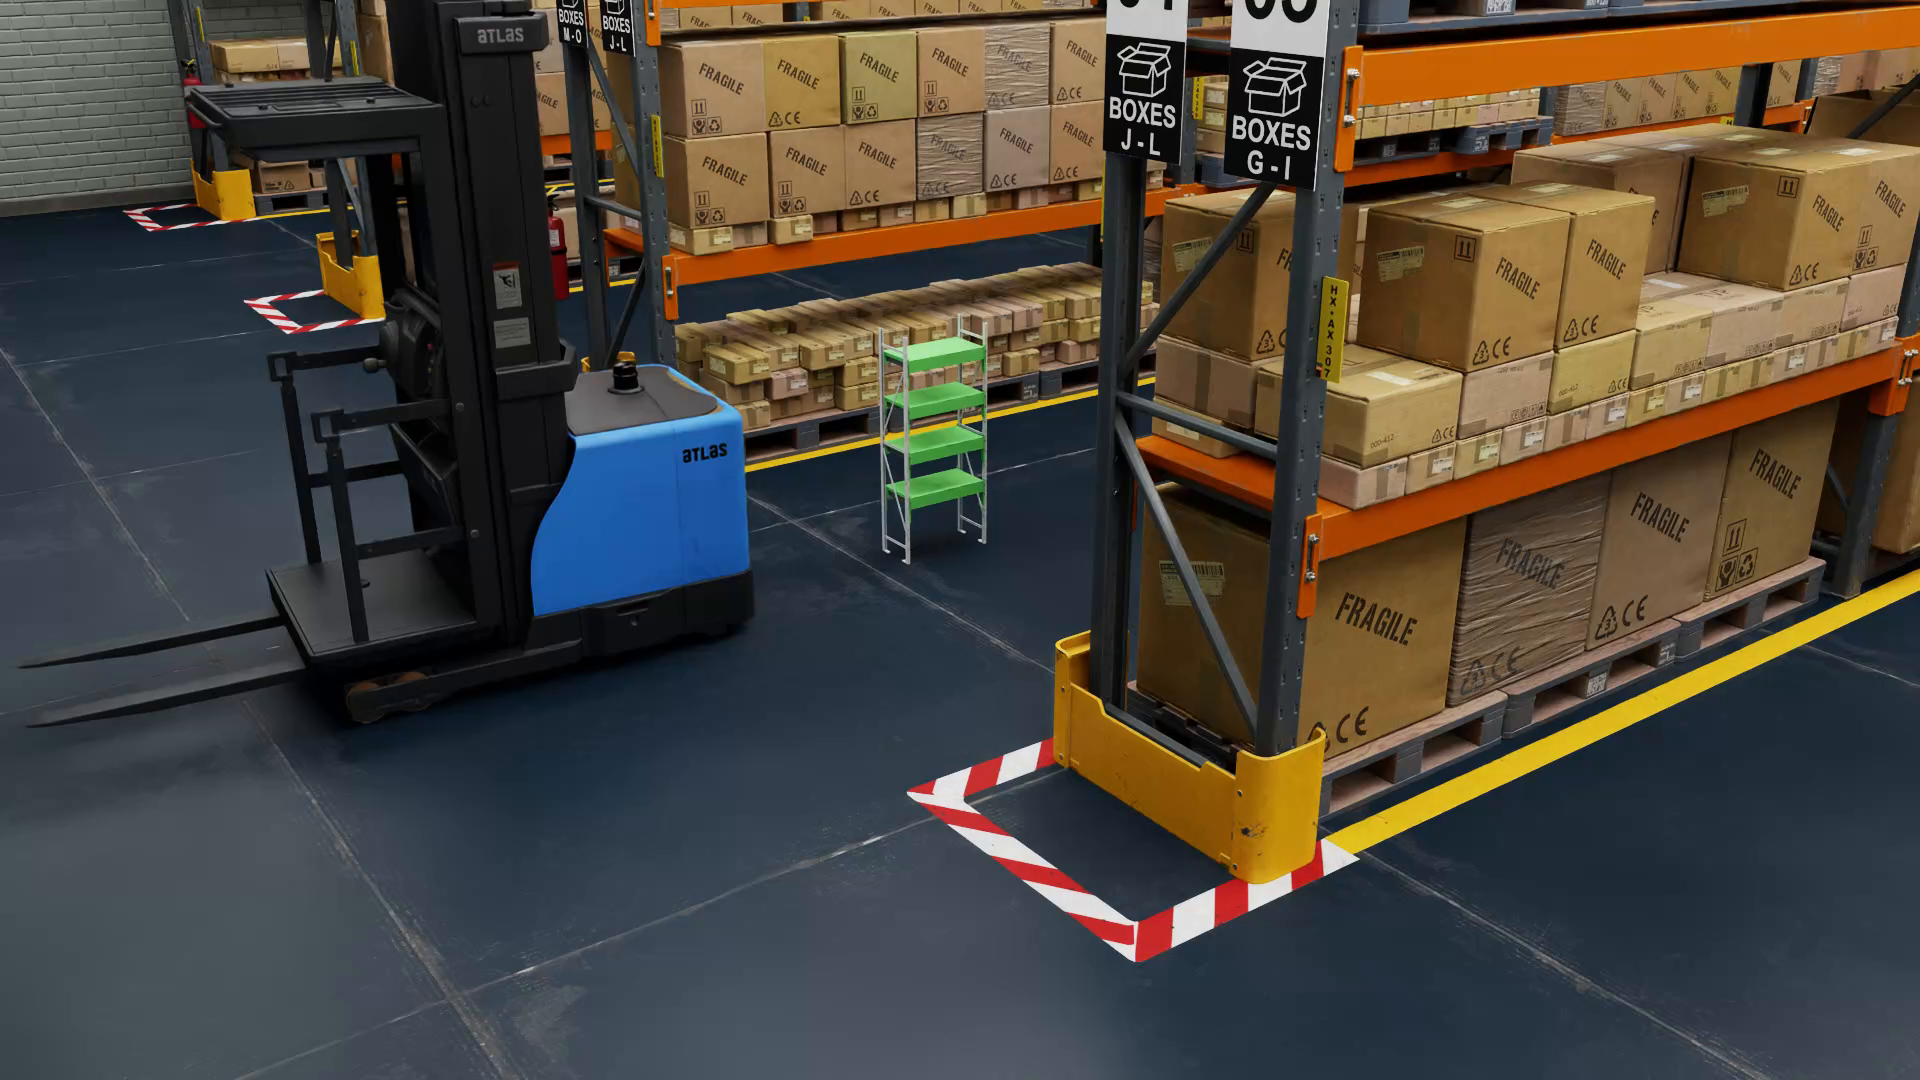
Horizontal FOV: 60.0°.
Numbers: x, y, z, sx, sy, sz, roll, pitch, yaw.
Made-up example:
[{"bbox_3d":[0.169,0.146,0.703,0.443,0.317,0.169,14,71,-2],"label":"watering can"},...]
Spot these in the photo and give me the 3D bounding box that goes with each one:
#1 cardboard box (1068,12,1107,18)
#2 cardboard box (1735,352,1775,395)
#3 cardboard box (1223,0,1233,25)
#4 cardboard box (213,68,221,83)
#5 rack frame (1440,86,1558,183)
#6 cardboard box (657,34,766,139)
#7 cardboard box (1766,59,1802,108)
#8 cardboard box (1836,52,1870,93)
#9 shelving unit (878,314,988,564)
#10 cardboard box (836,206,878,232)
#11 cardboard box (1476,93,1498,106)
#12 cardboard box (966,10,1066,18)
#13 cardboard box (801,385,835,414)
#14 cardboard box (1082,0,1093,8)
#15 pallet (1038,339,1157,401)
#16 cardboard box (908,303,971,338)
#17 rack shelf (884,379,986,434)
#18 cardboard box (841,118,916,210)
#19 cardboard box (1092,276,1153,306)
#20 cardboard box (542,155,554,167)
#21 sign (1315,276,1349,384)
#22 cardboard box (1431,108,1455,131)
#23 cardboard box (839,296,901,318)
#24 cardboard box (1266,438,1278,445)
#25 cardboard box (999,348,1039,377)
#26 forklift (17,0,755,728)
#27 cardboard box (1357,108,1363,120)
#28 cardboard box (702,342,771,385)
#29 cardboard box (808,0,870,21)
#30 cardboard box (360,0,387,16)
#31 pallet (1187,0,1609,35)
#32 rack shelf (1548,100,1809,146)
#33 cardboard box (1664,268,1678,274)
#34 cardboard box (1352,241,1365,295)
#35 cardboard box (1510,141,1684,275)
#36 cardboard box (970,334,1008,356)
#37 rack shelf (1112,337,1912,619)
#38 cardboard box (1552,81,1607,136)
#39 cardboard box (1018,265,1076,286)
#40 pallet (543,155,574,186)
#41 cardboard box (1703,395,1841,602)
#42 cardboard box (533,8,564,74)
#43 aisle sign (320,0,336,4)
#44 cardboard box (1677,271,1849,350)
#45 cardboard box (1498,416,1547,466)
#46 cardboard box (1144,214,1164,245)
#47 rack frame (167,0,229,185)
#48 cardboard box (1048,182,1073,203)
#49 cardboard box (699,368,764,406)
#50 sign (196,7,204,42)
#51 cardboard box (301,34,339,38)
[{"bbox_3d":[1.058,-3.234,11.068,0.500,0.500,0.500,-16,27,-35],"label":"cardboard box"},{"bbox_3d":[3.205,-0.750,7.067,0.250,0.149,0.380,-14,26,-32],"label":"cardboard box"},{"bbox_3d":[2.902,-5.741,18.132,0.500,0.500,0.500,-14,26,-32],"label":"cardboard box"},{"bbox_3d":[-7.728,-4.898,17.463,0.250,0.149,0.380,-15,26,-33],"label":"cardboard box"},{"bbox_3d":[4.528,-3.634,13.956,0.127,3.000,1.000,-15,26,-33],"label":"rack frame"},{"bbox_3d":[-1.446,-2.569,9.401,0.500,0.500,0.500,-15,26,-33],"label":"cardboard box"},{"bbox_3d":[7.508,-4.353,15.622,0.500,0.500,0.500,-15,26,-33],"label":"cardboard box"},{"bbox_3d":[8.501,-4.779,16.622,0.550,0.550,0.875,-15,26,-33],"label":"cardboard box"},{"bbox_3d":[-0.134,-0.521,8.584,0.503,1.200,0.258,-15,26,-33],"label":"shelving unit"},{"bbox_3d":[-0.714,-2.016,10.239,0.250,0.149,0.380,-15,26,-33],"label":"cardboard box"},{"bbox_3d":[3.965,-3.491,12.967,0.250,0.149,0.380,-14,26,-32],"label":"cardboard box"},{"bbox_3d":[0.361,-3.276,11.173,0.500,0.500,0.500,-16,27,-34],"label":"cardboard box"},{"bbox_3d":[-0.991,-0.927,10.453,0.250,0.149,0.380,-15,26,-32],"label":"cardboard box"},{"bbox_3d":[1.288,-5.421,16.952,0.500,0.500,0.500,-16,27,-34],"label":"cardboard box"},{"bbox_3d":[0.757,-1.317,11.912,1.213,0.211,1.003,-15,26,-33],"label":"pallet"},{"bbox_3d":[-0.137,-1.435,10.922,0.250,0.149,0.380,-15,26,-33],"label":"cardboard box"},{"bbox_3d":[-0.134,-0.685,8.519,0.480,0.148,0.258,-15,26,-33],"label":"rack shelf"},{"bbox_3d":[-0.615,-2.327,10.144,0.500,0.500,0.500,-15,26,-32],"label":"cardboard box"},{"bbox_3d":[1.145,-1.760,11.737,0.250,0.149,0.380,-14,26,-31],"label":"cardboard box"},{"bbox_3d":[-4.874,-4.390,19.130,0.250,0.149,0.380,-16,27,-34],"label":"cardboard box"},{"bbox_3d":[1.168,-0.659,5.225,0.005,0.325,0.100,-15,26,-33],"label":"sign"},{"bbox_3d":[3.563,-3.247,12.758,0.250,0.149,0.380,-16,27,-35],"label":"cardboard box"},{"bbox_3d":[-0.599,-1.507,11.104,0.250,0.149,0.380,-16,27,-35],"label":"cardboard box"},{"bbox_3d":[1.156,-0.505,6.452,0.250,0.149,0.380,-15,26,-32],"label":"cardboard box"},{"bbox_3d":[0.322,-1.228,11.206,0.250,0.149,0.380,-15,26,-33],"label":"cardboard box"},{"bbox_3d":[-2.498,-0.817,6.990,3.031,2.935,1.130,-12,25,-28],"label":"forklift"},{"bbox_3d":[2.717,-3.160,12.138,0.250,0.149,0.380,-14,26,-31],"label":"cardboard box"},{"bbox_3d":[-1.342,-1.061,9.985,0.250,0.149,0.380,-16,27,-35],"label":"cardboard box"},{"bbox_3d":[-1.167,-4.755,15.281,0.500,0.500,0.500,-15,26,-32],"label":"cardboard box"},{"bbox_3d":[-4.489,-4.175,12.953,0.250,0.149,0.380,-14,26,-32],"label":"cardboard box"},{"bbox_3d":[1.445,-1.904,5.693,1.213,0.211,1.003,-15,26,-33],"label":"pallet"},{"bbox_3d":[6.152,-3.733,15.174,4.000,0.370,1.077,-15,26,-33],"label":"rack shelf"},{"bbox_3d":[3.155,-1.194,7.641,0.500,0.250,0.500,-15,26,-33],"label":"cardboard box"},{"bbox_3d":[2.882,-2.115,12.955,0.500,0.500,0.500,-14,26,-32],"label":"cardboard box"},{"bbox_3d":[2.734,-1.426,7.211,0.500,0.500,0.500,-16,27,-34],"label":"cardboard box"},{"bbox_3d":[0.106,-1.350,11.111,0.250,0.149,0.380,-16,27,-35],"label":"cardboard box"},{"bbox_3d":[2.473,-0.487,7.040,4.000,0.370,1.077,-15,26,-33],"label":"rack shelf"},{"bbox_3d":[5.050,-3.696,13.977,0.500,0.500,0.500,-15,26,-32],"label":"cardboard box"},{"bbox_3d":[0.623,-1.861,11.991,0.250,0.149,0.380,-13,25,-30],"label":"cardboard box"},{"bbox_3d":[-5.152,-4.284,19.349,1.213,0.211,1.003,-15,26,-33],"label":"pallet"},{"bbox_3d":[3.514,-0.344,8.010,0.875,0.875,0.875,-15,26,-33],"label":"cardboard box"},{"bbox_3d":[-3.554,-4.126,13.706,0.500,0.500,0.500,-15,26,-33],"label":"cardboard box"},{"bbox_3d":[-4.828,-4.474,12.554,0.004,0.787,0.394,-15,26,-33],"label":"aisle sign"},{"bbox_3d":[3.472,-1.035,7.245,0.500,0.250,0.500,-14,26,-31],"label":"cardboard box"},{"bbox_3d":[1.956,-0.417,6.234,0.250,0.149,0.380,-15,26,-34],"label":"cardboard box"},{"bbox_3d":[1.738,-2.388,12.627,0.500,0.250,0.500,-16,27,-34],"label":"cardboard box"},{"bbox_3d":[-7.840,-4.862,17.034,0.127,3.000,1.000,-15,26,-33],"label":"rack frame"},{"bbox_3d":[0.540,-2.356,11.091,0.250,0.149,0.380,-16,27,-34],"label":"cardboard box"},{"bbox_3d":[-1.390,-0.948,10.102,0.250,0.149,0.380,-14,26,-31],"label":"cardboard box"},{"bbox_3d":[-7.523,-5.101,16.464,0.005,0.325,0.100,-15,26,-33],"label":"sign"},{"bbox_3d":[-6.798,-5.327,18.000,0.500,0.250,0.500,-14,26,-31],"label":"cardboard box"}]
